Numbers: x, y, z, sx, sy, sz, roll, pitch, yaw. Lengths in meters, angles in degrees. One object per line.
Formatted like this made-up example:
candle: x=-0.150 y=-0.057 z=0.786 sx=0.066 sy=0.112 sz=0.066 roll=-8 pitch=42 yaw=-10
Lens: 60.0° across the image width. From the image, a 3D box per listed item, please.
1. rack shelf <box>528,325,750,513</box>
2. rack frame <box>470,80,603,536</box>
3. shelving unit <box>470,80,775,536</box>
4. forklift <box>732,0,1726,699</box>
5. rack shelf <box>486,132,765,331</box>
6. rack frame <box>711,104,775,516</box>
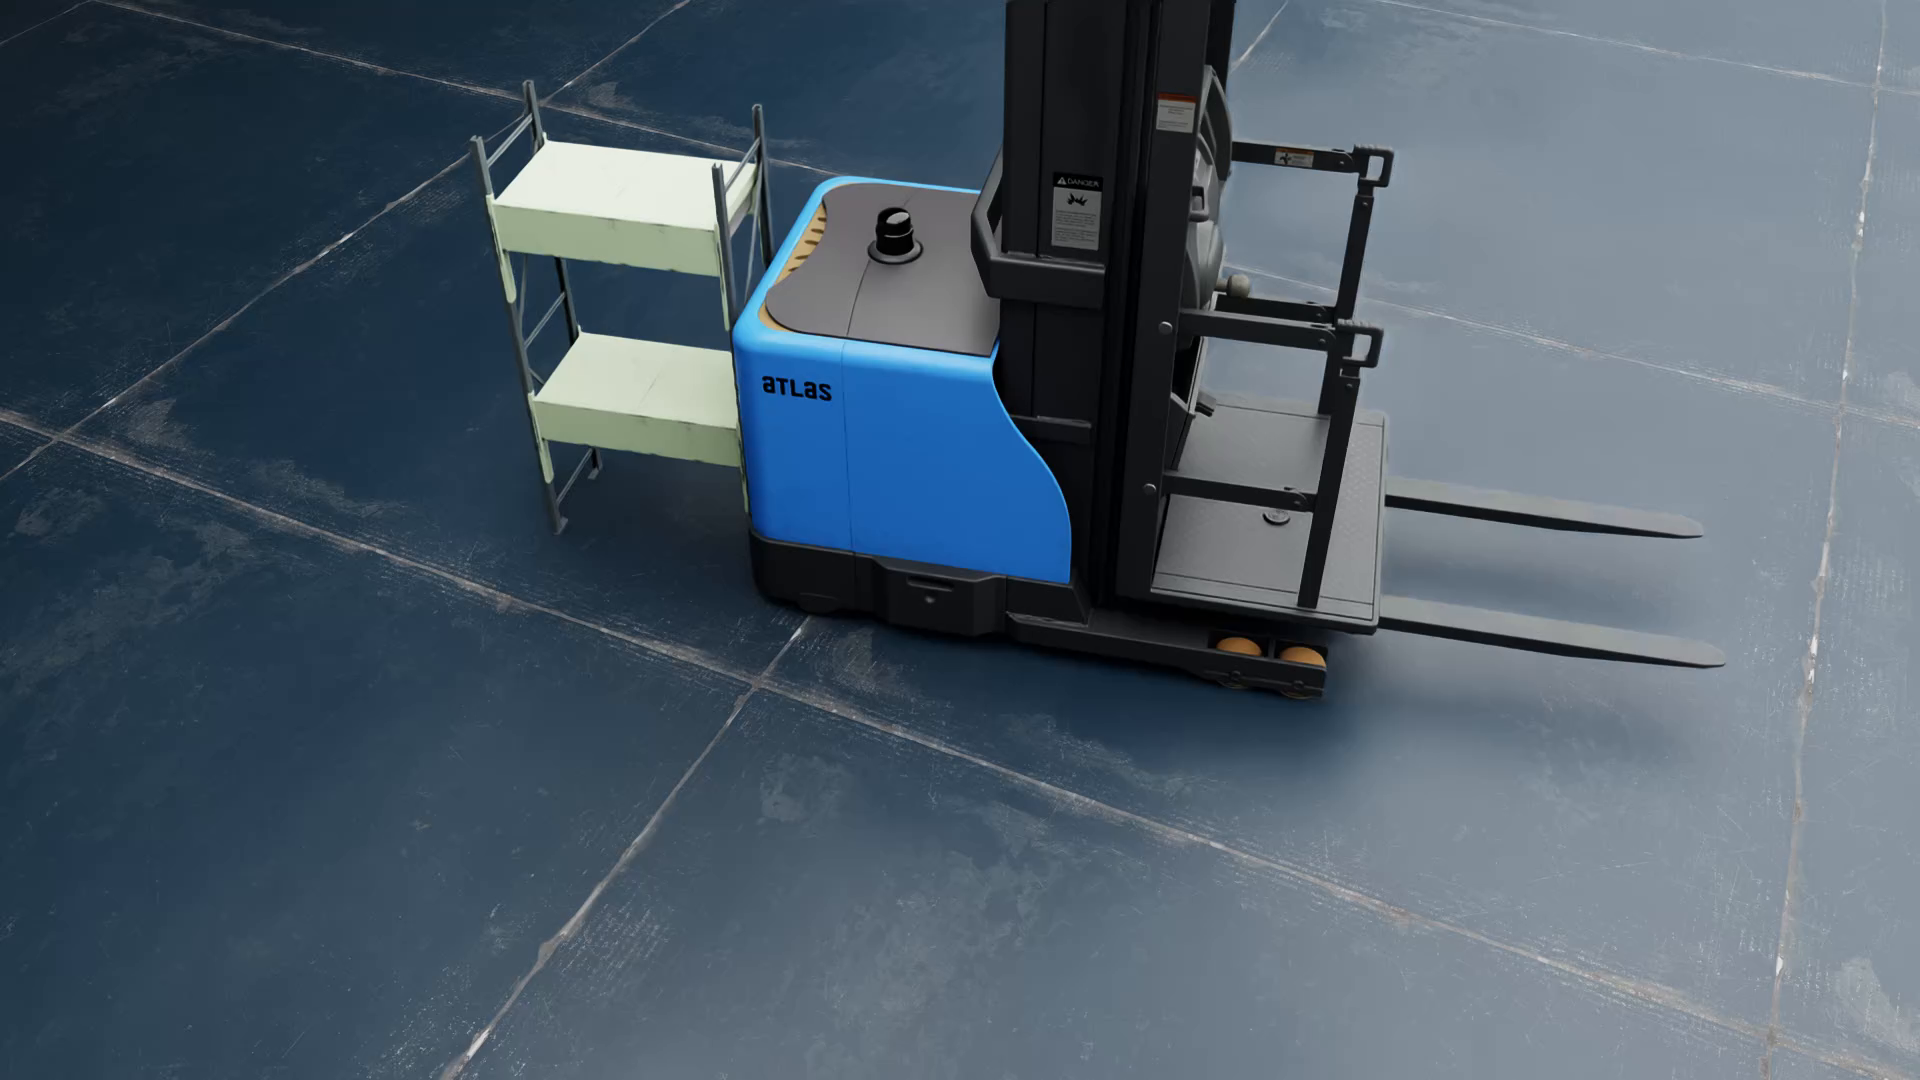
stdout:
rack shelf: x=-1.001 y=-0.411 z=5.577 sx=0.720 sy=0.370 sz=0.431 roll=8 pitch=42 yaw=10
rack frame: x=-1.358 y=-0.710 z=5.424 sx=0.023 sy=1.500 sz=0.400 roll=8 pitch=42 yaw=10
shelving unit: x=-1.001 y=-0.657 z=5.363 sx=0.755 sy=1.500 sz=0.431 roll=8 pitch=42 yaw=10
forklift: x=0.890 y=-0.997 z=4.662 sx=3.031 sy=2.935 sz=1.130 roll=8 pitch=42 yaw=10
rack shelf: x=-1.001 y=-0.952 z=5.108 sx=0.720 sy=0.370 sz=0.431 roll=8 pitch=42 yaw=10
rack frame: x=-0.644 y=-0.604 z=5.302 sx=0.023 sy=1.500 sz=0.400 roll=8 pitch=42 yaw=10
